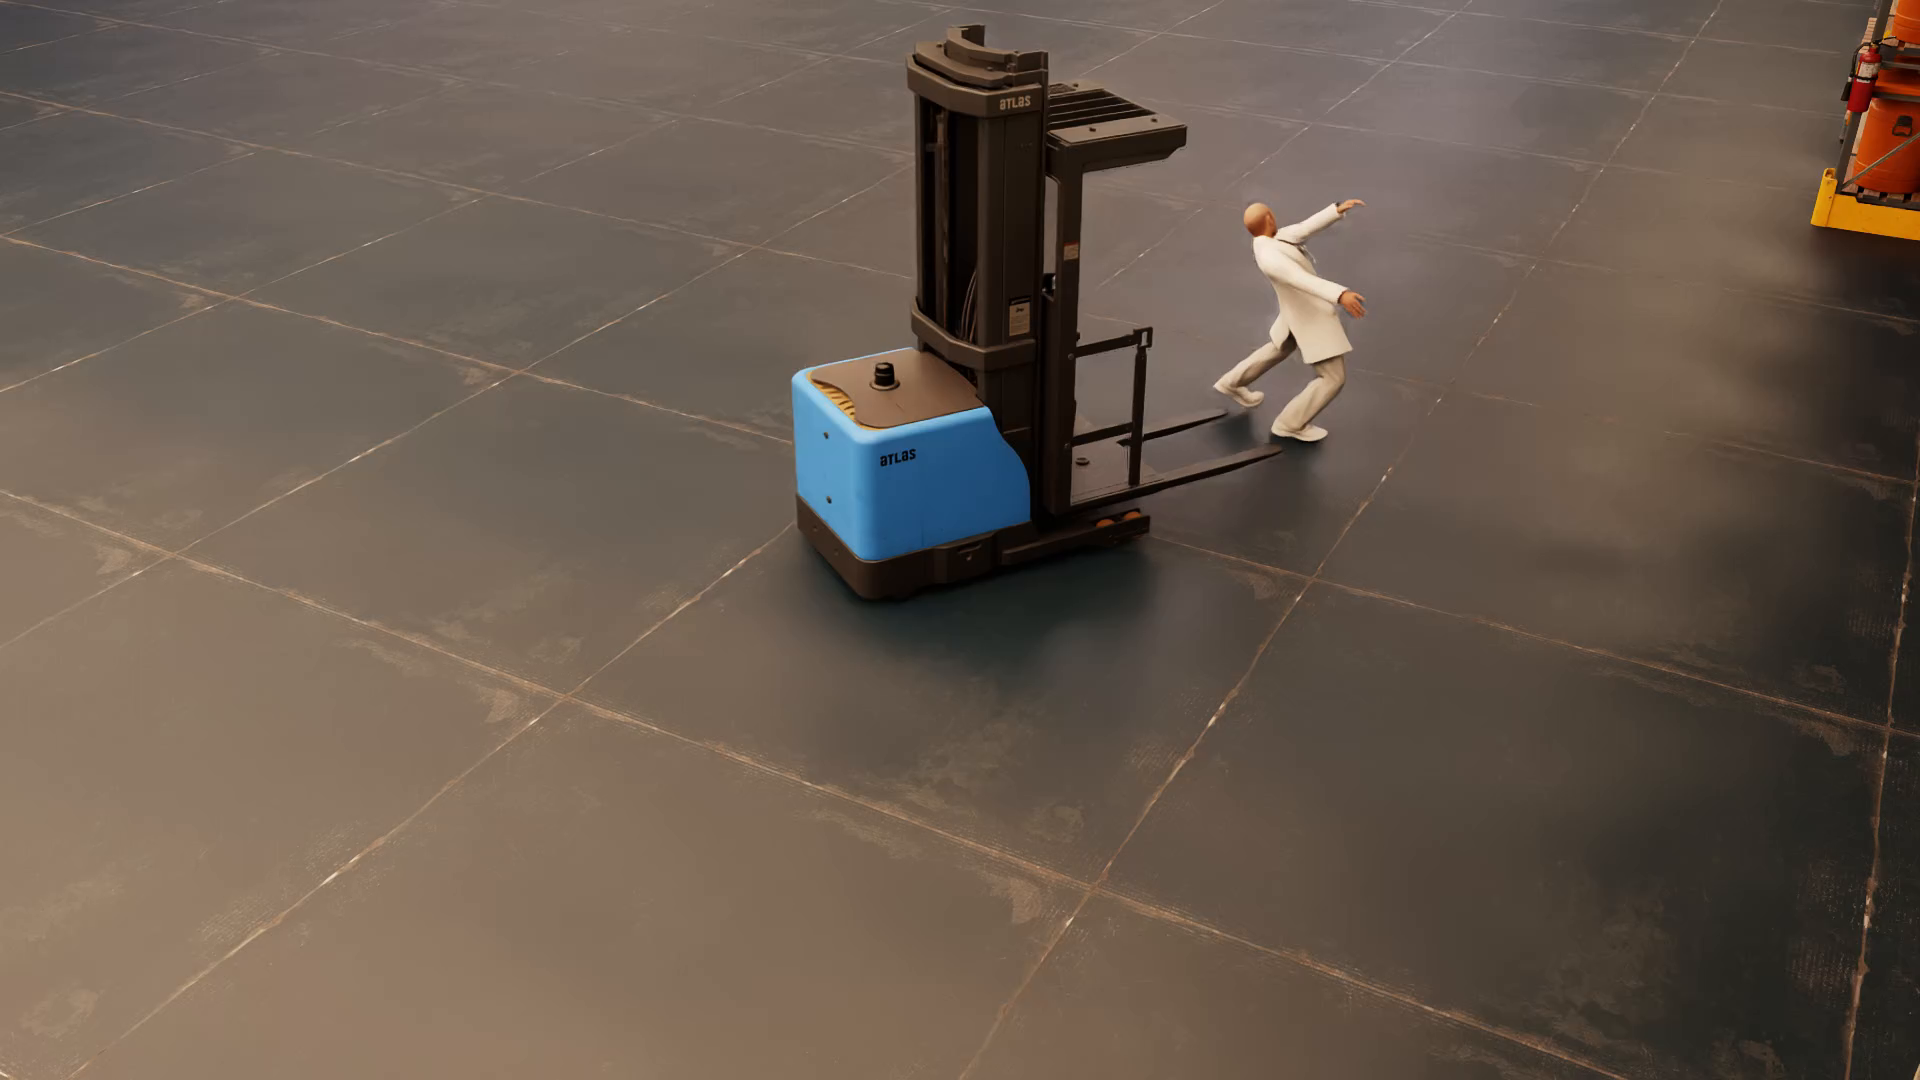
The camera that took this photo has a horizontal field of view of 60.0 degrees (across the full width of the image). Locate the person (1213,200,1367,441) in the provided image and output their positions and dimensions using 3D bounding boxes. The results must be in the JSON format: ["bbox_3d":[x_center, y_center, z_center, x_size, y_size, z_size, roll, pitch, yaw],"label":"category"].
[{"bbox_3d":[2.261,-1.385,10.845,0.805,1.547,1.099,-8,31,-13],"label":"person"}]

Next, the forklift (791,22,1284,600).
[{"bbox_3d":[0.564,-1.443,9.571,3.031,2.935,1.130,-15,33,-24],"label":"forklift"}]
